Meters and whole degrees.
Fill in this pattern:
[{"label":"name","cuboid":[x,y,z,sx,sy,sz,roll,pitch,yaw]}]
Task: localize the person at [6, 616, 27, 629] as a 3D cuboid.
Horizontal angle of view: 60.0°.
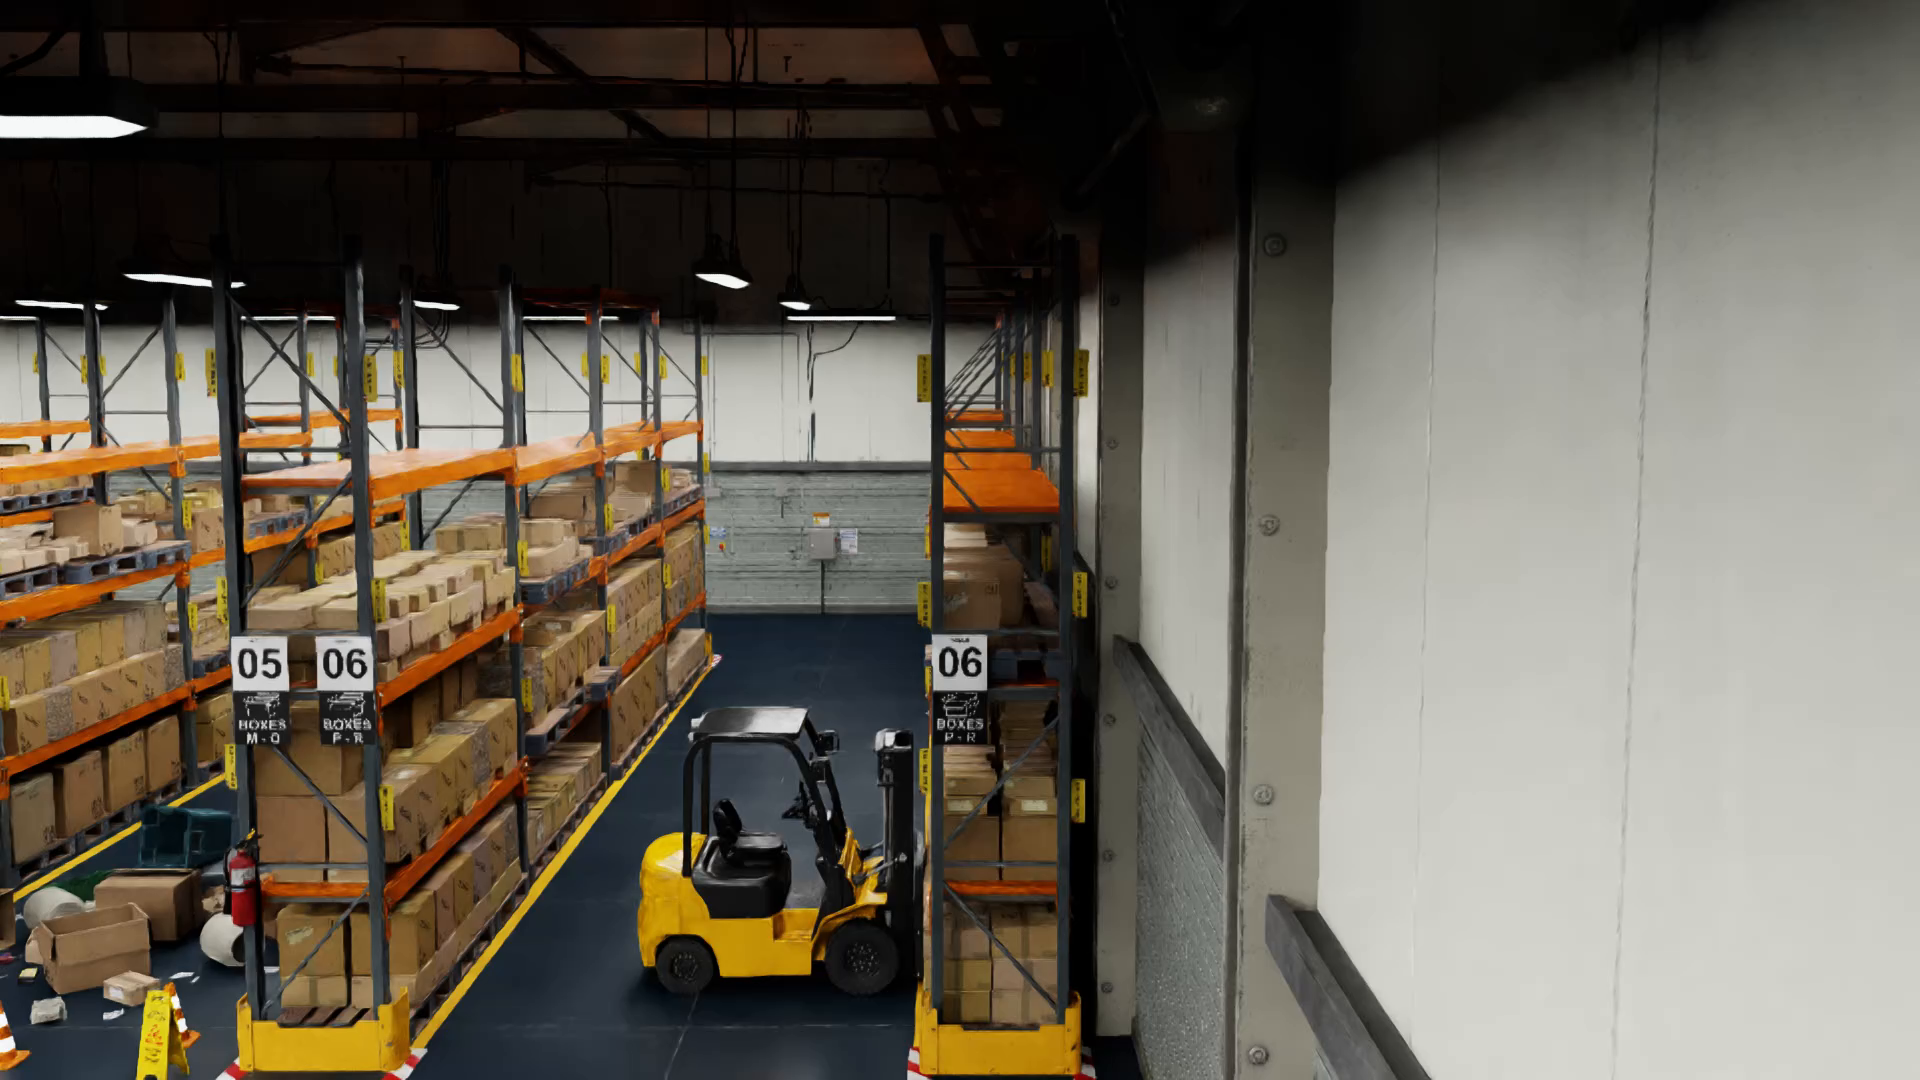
[{"label":"person","cuboid":[-12.820,1.813,22.717,0.434,1.684,0.551,-2,7,-21]}]
